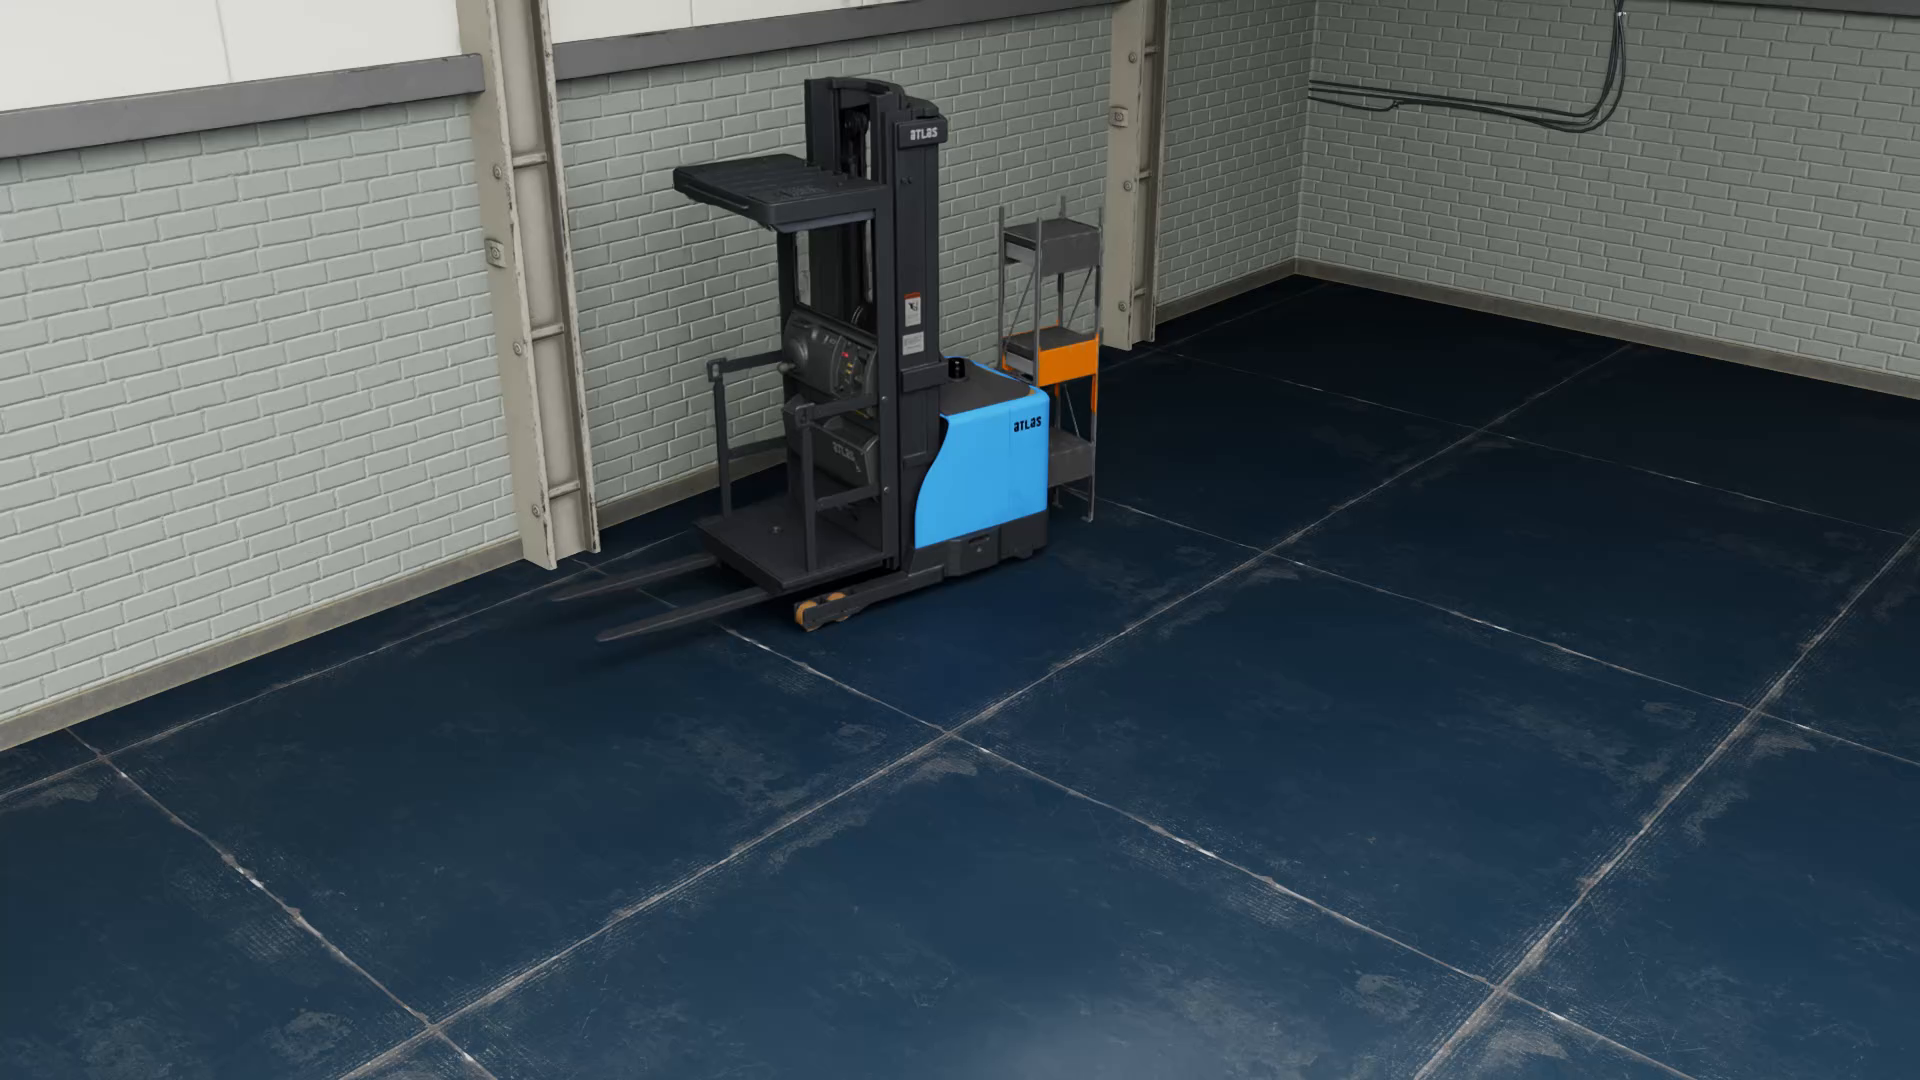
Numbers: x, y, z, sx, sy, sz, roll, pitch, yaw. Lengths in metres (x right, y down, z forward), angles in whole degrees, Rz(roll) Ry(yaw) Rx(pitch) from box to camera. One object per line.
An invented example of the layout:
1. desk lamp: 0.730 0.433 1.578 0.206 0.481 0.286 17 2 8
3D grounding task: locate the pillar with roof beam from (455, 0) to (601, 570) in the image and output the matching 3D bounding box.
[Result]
1. pillar with roof beam: 0.676 -2.844 6.094 9.100 9.000 0.400 20 31 38

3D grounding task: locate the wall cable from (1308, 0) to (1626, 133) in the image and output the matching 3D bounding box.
1. wall cable: 4.425 -4.967 14.625 3.097 2.526 0.112 20 31 38

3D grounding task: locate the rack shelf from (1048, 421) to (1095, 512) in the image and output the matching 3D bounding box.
1. rack shelf: 0.560 -0.432 10.891 0.480 0.518 0.431 -17 29 -33

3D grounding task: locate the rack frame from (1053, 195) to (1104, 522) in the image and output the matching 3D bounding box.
1. rack frame: 0.757 -1.142 10.731 0.015 2.100 0.400 -17 29 -33

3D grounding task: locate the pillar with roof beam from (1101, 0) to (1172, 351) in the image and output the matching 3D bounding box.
1. pillar with roof beam: 4.680 -4.672 10.171 9.100 9.000 0.400 20 31 38

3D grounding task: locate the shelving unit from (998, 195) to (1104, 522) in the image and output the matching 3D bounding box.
1. shelving unit: 0.560 -1.083 10.599 0.503 2.100 0.431 -17 29 -33

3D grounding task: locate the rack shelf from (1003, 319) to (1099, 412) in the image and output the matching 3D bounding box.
1. rack shelf: 0.560 -1.071 10.605 0.480 0.518 0.431 -17 29 -33

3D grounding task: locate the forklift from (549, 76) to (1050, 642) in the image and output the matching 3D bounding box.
1. forklift: -0.927 -1.061 9.534 3.031 2.935 1.130 -17 29 -33

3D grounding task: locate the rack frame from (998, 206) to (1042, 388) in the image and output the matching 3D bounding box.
1. rack frame: 0.363 -1.024 10.468 0.015 2.100 0.400 -17 29 -33

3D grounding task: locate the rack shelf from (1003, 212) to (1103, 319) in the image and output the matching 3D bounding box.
1. rack shelf: 0.560 -1.709 10.319 0.480 0.518 0.431 -17 29 -33
